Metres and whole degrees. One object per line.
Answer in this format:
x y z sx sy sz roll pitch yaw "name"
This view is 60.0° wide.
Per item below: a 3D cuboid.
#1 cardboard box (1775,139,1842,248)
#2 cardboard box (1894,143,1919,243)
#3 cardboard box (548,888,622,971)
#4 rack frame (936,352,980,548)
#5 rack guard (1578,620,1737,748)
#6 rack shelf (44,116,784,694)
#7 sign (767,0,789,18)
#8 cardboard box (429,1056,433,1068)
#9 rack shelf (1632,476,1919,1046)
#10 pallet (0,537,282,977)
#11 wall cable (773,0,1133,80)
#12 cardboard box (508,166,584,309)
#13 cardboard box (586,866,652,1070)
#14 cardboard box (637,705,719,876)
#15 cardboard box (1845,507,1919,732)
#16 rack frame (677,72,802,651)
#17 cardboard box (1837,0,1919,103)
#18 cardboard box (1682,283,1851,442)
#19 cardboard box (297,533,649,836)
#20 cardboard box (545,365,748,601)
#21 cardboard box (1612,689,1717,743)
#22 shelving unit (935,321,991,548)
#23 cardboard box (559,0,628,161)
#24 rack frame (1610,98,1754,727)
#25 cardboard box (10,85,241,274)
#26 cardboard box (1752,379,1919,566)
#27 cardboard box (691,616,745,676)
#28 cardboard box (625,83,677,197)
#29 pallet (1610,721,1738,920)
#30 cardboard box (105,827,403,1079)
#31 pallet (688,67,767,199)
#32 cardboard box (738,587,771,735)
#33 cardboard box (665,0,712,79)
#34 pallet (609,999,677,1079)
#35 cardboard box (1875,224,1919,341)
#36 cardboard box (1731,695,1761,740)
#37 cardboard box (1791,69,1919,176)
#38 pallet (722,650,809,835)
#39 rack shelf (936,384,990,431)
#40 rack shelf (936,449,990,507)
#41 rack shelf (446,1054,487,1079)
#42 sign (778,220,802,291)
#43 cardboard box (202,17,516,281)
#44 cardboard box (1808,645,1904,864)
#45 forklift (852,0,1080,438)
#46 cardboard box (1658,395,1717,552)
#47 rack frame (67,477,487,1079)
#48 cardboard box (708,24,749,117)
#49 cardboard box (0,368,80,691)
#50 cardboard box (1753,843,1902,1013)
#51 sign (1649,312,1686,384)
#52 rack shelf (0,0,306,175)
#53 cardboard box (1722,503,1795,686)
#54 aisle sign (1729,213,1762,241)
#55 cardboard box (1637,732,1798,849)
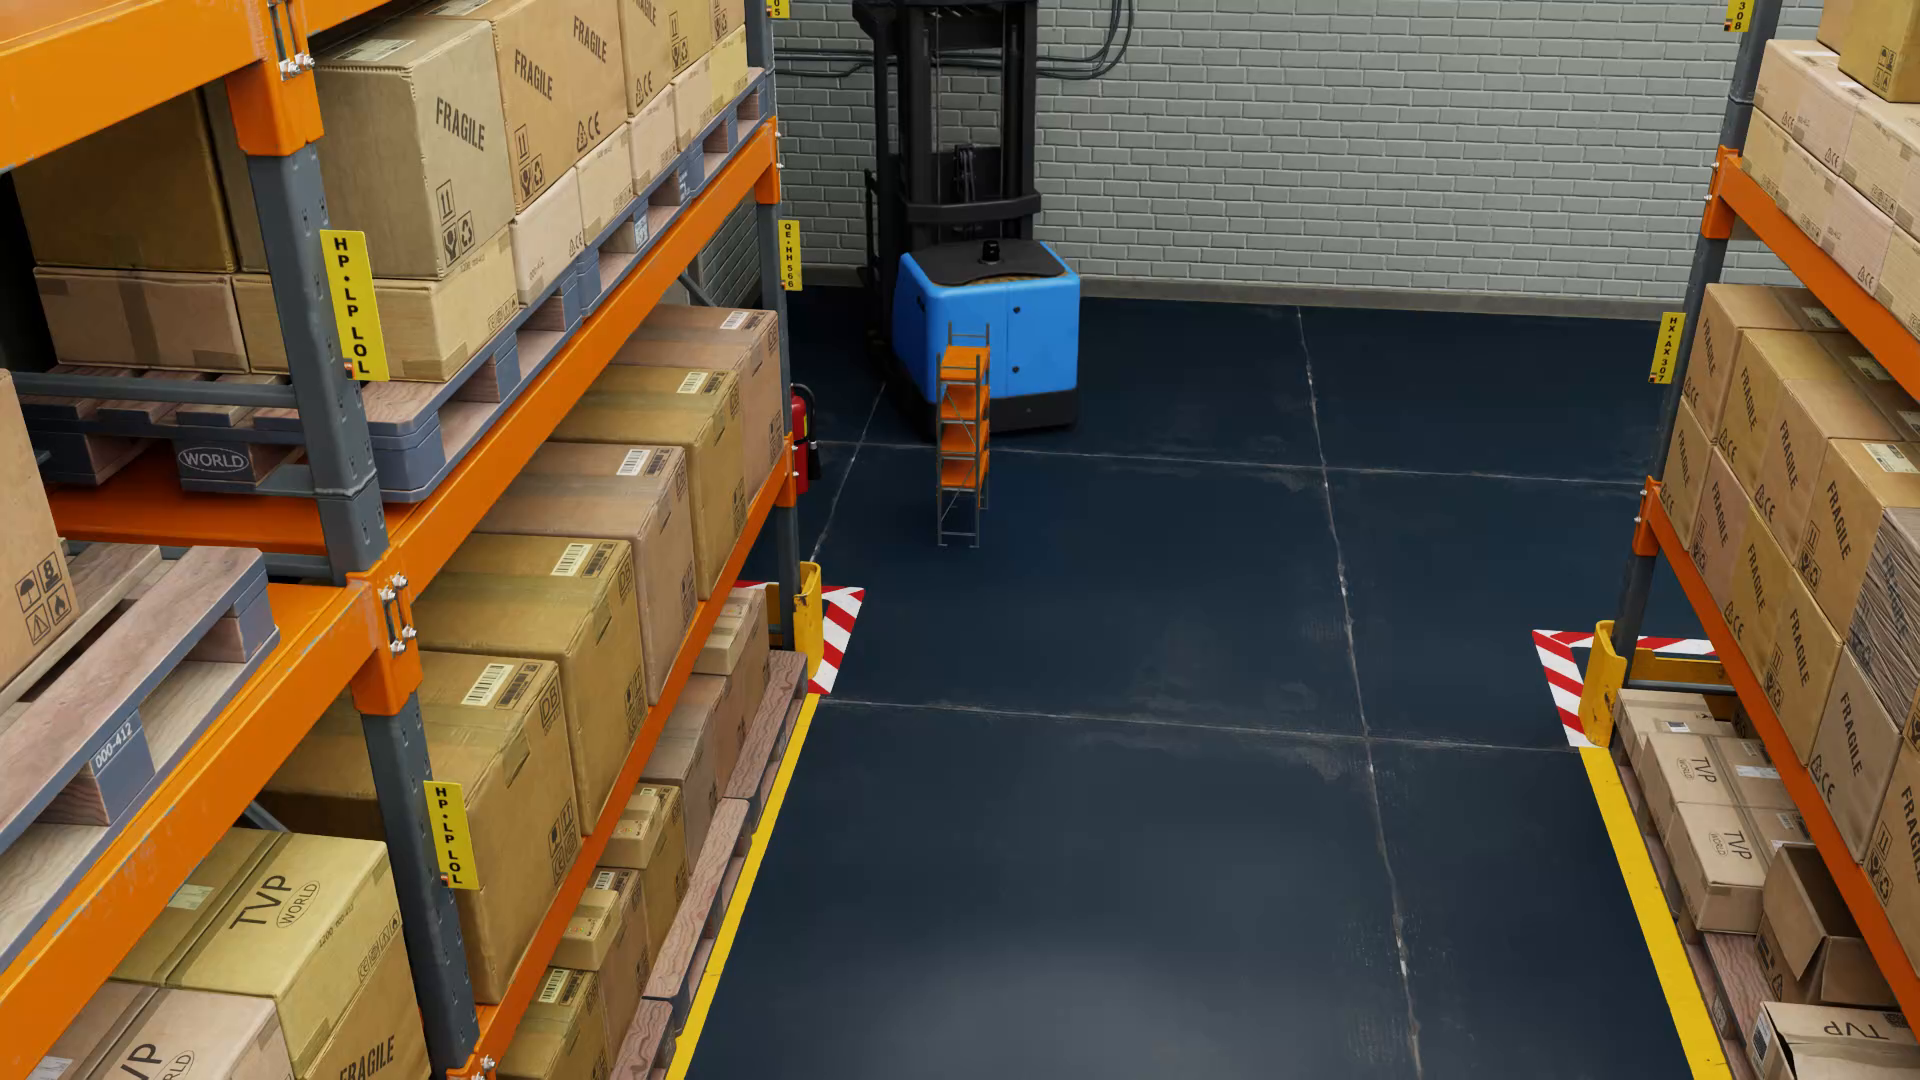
3.222 -1.212 5.833 0.500 0.250 0.500 3 28 6 "cardboard box"
3.102 -0.961 4.840 0.500 0.250 0.500 3 28 6 "cardboard box"
-1.379 1.311 5.663 0.380 0.149 0.250 4 29 8 "cardboard box"
-0.010 -0.491 9.397 0.240 1.200 0.015 3 28 6 "rack frame"
3.602 0.717 7.892 1.175 0.500 0.348 3 28 6 "rack guard"
-1.550 -0.768 5.608 1.077 0.370 4.000 3 28 6 "rack shelf"
-0.768 -2.343 6.923 0.100 0.325 0.005 3 28 6 "sign"
-1.817 1.518 5.278 0.380 0.149 0.250 3 28 6 "cardboard box"
3.367 0.839 5.789 1.077 0.370 4.000 3 28 6 "rack shelf"
-1.859 0.376 2.929 0.805 0.209 1.217 2 28 4 "pallet"
-0.257 -4.621 12.114 3.097 2.526 0.112 3 28 6 "wall cable"
-1.372 -0.855 4.622 0.500 0.250 0.500 3 28 5 "cardboard box"
-1.537 1.511 5.976 0.700 0.500 0.500 3 28 6 "cardboard box"
-1.414 1.018 6.891 0.700 0.500 0.500 2 28 5 "cardboard box"
3.049 0.248 4.968 0.500 0.500 0.500 4 29 7 "cardboard box"
-1.305 -0.705 7.897 1.000 3.000 0.127 3 28 6 "rack frame"
3.420 -1.751 5.515 0.700 0.500 0.500 3 28 6 "cardboard box"
3.296 -0.710 6.746 0.500 0.500 0.500 4 29 8 "cardboard box"
-1.618 0.448 5.440 0.980 0.700 0.700 3 28 5 "cardboard box"
-1.436 -0.254 6.742 0.980 0.700 0.700 3 28 6 "cardboard box"
3.219 0.819 7.609 0.380 0.149 0.250 3 28 6 "cardboard box"
0.020 -0.606 9.610 0.258 1.200 0.503 3 28 6 "shelving unit"
-1.318 -1.431 4.899 0.500 0.500 0.500 4 29 7 "cardboard box"
3.612 -0.419 7.366 1.000 3.000 0.127 3 28 6 "rack frame"
-1.941 -0.978 4.060 0.500 0.500 0.500 3 28 6 "cardboard box"
3.173 -0.228 5.851 0.500 0.500 0.500 4 29 7 "cardboard box"
-1.157 0.451 7.259 0.380 0.149 0.250 4 29 8 "cardboard box"
-1.253 -1.338 5.519 0.500 0.250 0.500 3 28 5 "cardboard box"
3.506 1.220 7.264 1.003 0.211 1.213 3 28 6 "pallet"
-1.599 0.898 3.689 0.500 0.250 0.500 4 29 7 "cardboard box"
-1.386 -1.637 6.557 1.003 0.211 1.213 3 28 6 "pallet"
-1.292 0.545 7.768 0.700 0.500 0.500 3 28 6 "cardboard box"
-1.196 -1.924 5.815 0.500 0.500 0.500 4 29 8 "cardboard box"
-1.624 2.052 5.719 1.003 0.211 1.213 3 28 6 "pallet"
3.108 -0.741 4.958 0.500 0.250 0.500 3 28 6 "cardboard box"
3.790 0.758 7.353 0.500 0.500 0.500 3 28 6 "cardboard box"
3.222 -1.432 5.714 0.500 0.250 0.500 3 28 6 "cardboard box"
-1.325 0.903 7.851 1.003 0.211 1.213 3 28 6 "pallet"
0.020 -0.744 9.536 0.258 0.148 0.480 3 28 6 "rack shelf"
0.020 -0.372 9.736 0.258 0.148 0.480 3 28 6 "rack shelf"
-2.040 2.436 2.825 1.077 0.370 4.000 3 28 6 "rack shelf"
-0.768 -1.281 7.495 0.100 0.325 0.005 3 28 6 "sign"
-1.430 -0.955 4.017 0.500 0.500 0.500 3 28 6 "cardboard box"
3.051 0.685 5.211 0.500 0.500 0.500 4 29 7 "cardboard box"
-0.098 -2.636 11.552 1.130 2.935 3.031 -8 29 -14 "forklift"
3.296 -0.270 6.983 0.500 0.500 0.500 4 29 7 "cardboard box"
-1.795 1.177 4.402 1.000 3.000 0.127 3 28 6 "rack frame"
-1.131 -1.829 6.429 0.500 0.250 0.500 4 29 8 "cardboard box"
-2.012 0.027 2.805 0.700 0.500 0.500 2 28 3 "cardboard box"
3.347 1.484 6.001 0.797 0.503 0.637 3 28 6 "cardboard box"
3.073 -0.832 7.219 0.100 0.325 0.005 3 28 6 "sign"
-2.040 -0.029 1.497 1.077 0.370 4.000 3 28 6 "rack shelf"
3.173 0.209 6.093 0.500 0.500 0.500 3 28 6 "cardboard box"
3.329 -1.613 6.840 0.394 0.787 0.004 3 28 6 "aisle sign"
3.202 1.072 7.032 0.500 0.250 0.500 3 28 6 "cardboard box"
